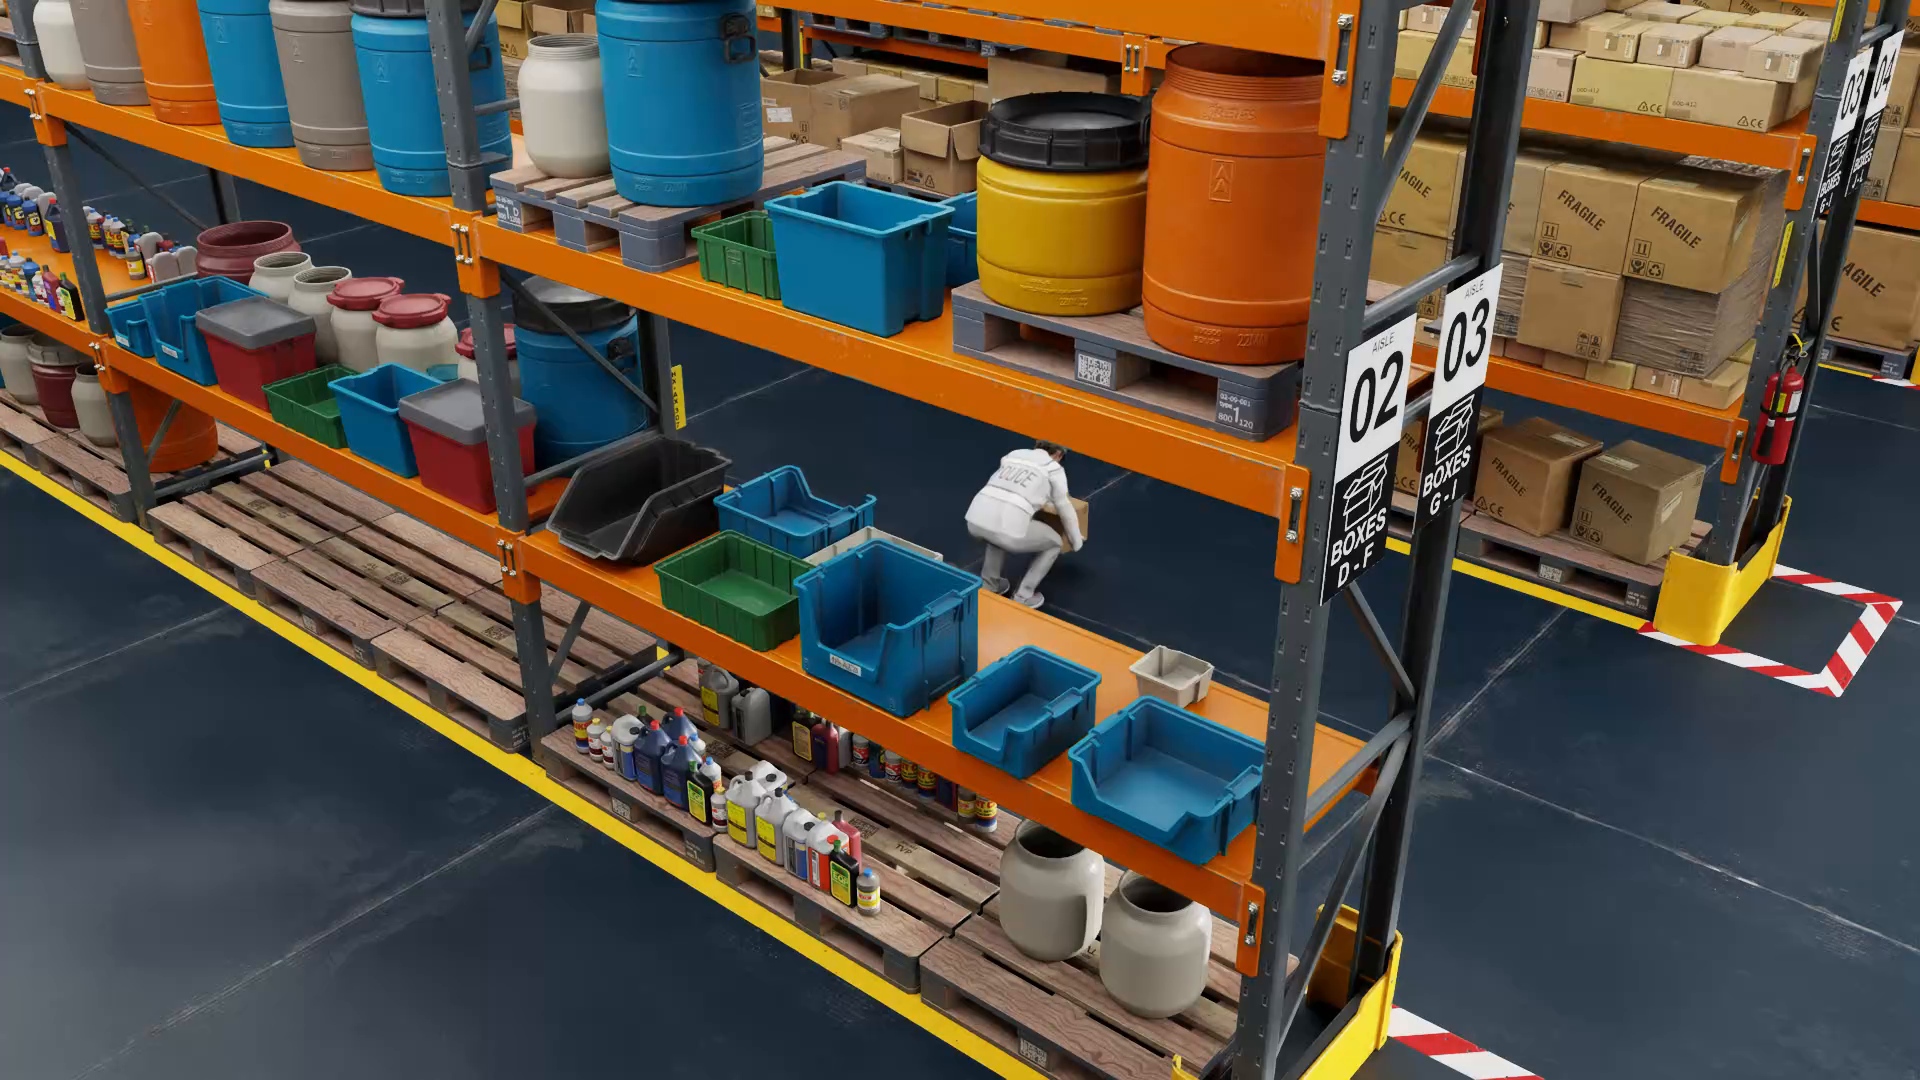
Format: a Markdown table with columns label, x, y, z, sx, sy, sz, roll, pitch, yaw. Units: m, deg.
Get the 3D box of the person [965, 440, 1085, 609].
| label | x | y | z | sx | sy | sz | roll | pitch | yaw |
| --- | --- | --- | --- | --- | --- | --- | --- | --- | --- |
| person | 0.380 | -0.129 | 9.616 | 0.460 | 0.980 | 0.884 | 20 | 33 | 33 |
